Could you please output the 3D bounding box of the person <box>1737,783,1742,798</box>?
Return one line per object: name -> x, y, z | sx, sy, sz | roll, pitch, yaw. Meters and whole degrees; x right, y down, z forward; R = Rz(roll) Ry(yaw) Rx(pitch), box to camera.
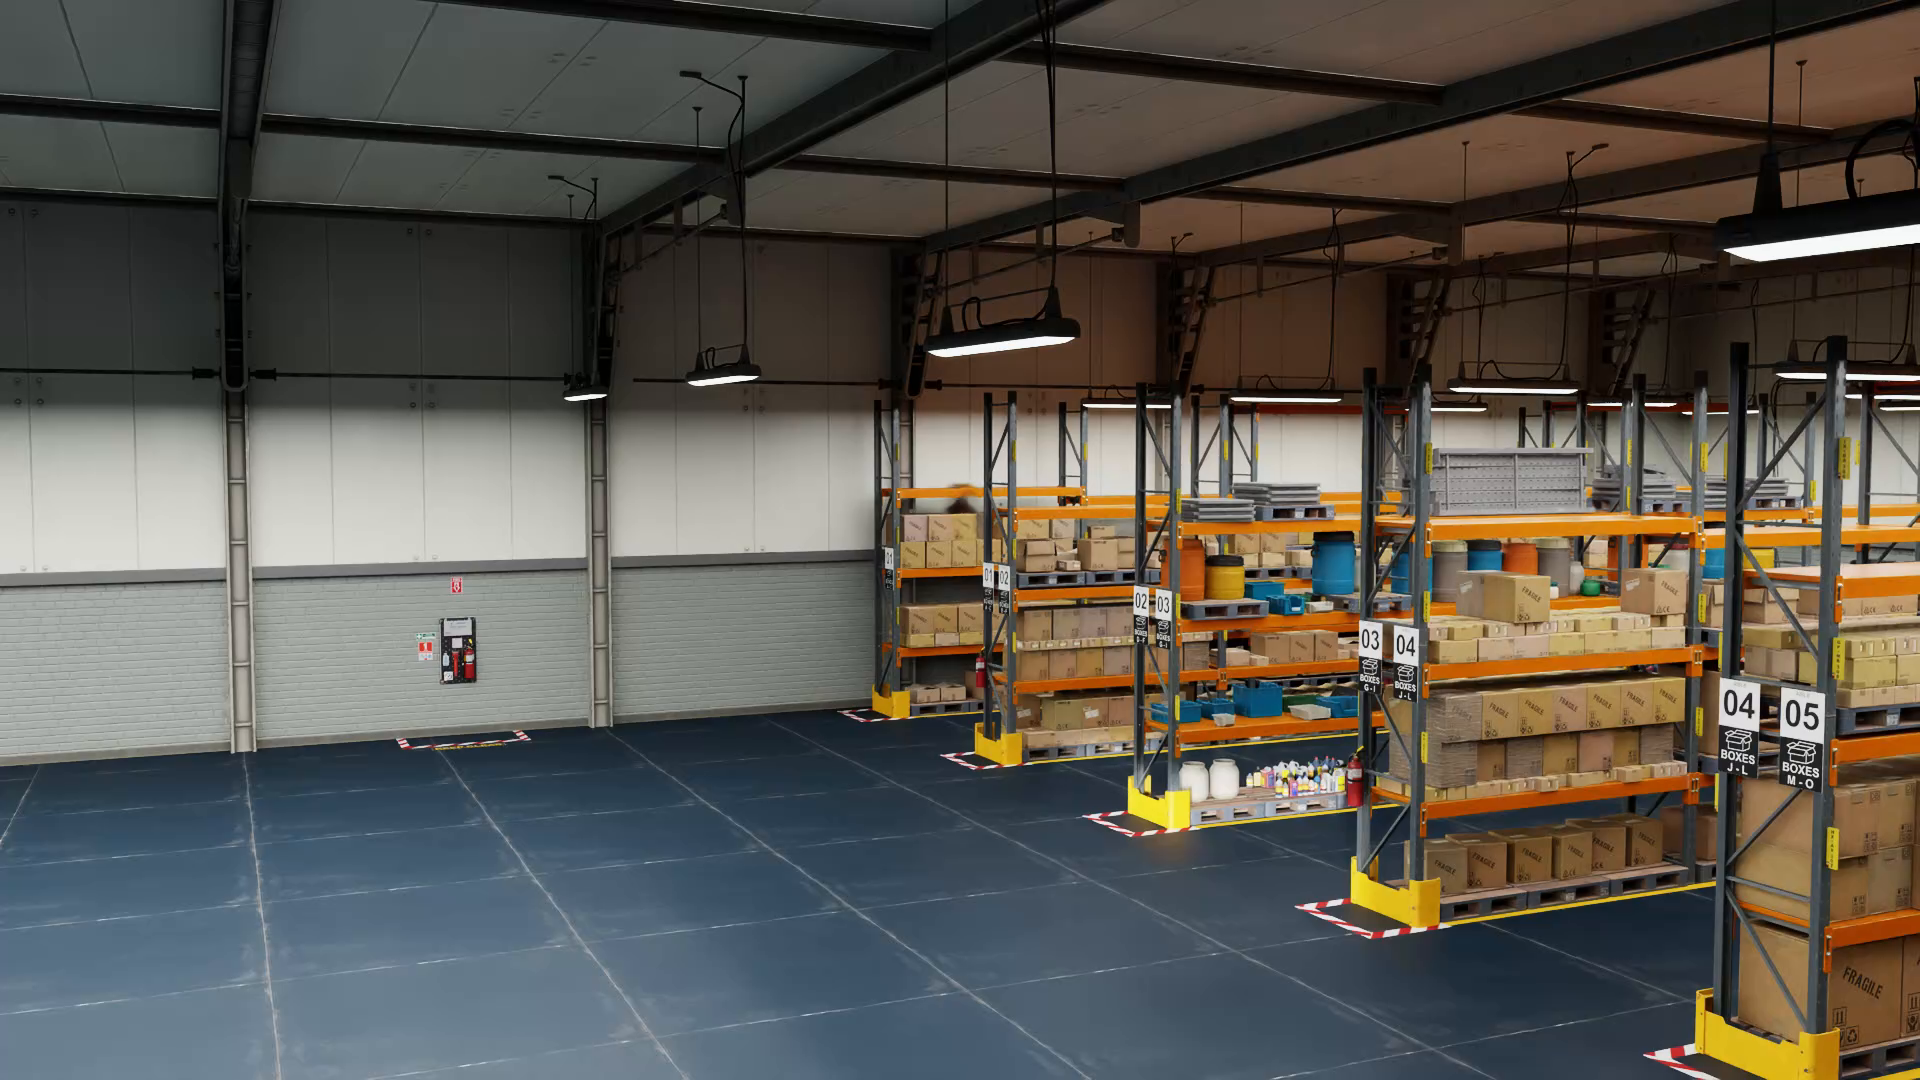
person -> 11.534, 2.944, 24.364 | 0.939, 1.595, 0.547 | -2, 4, -34
